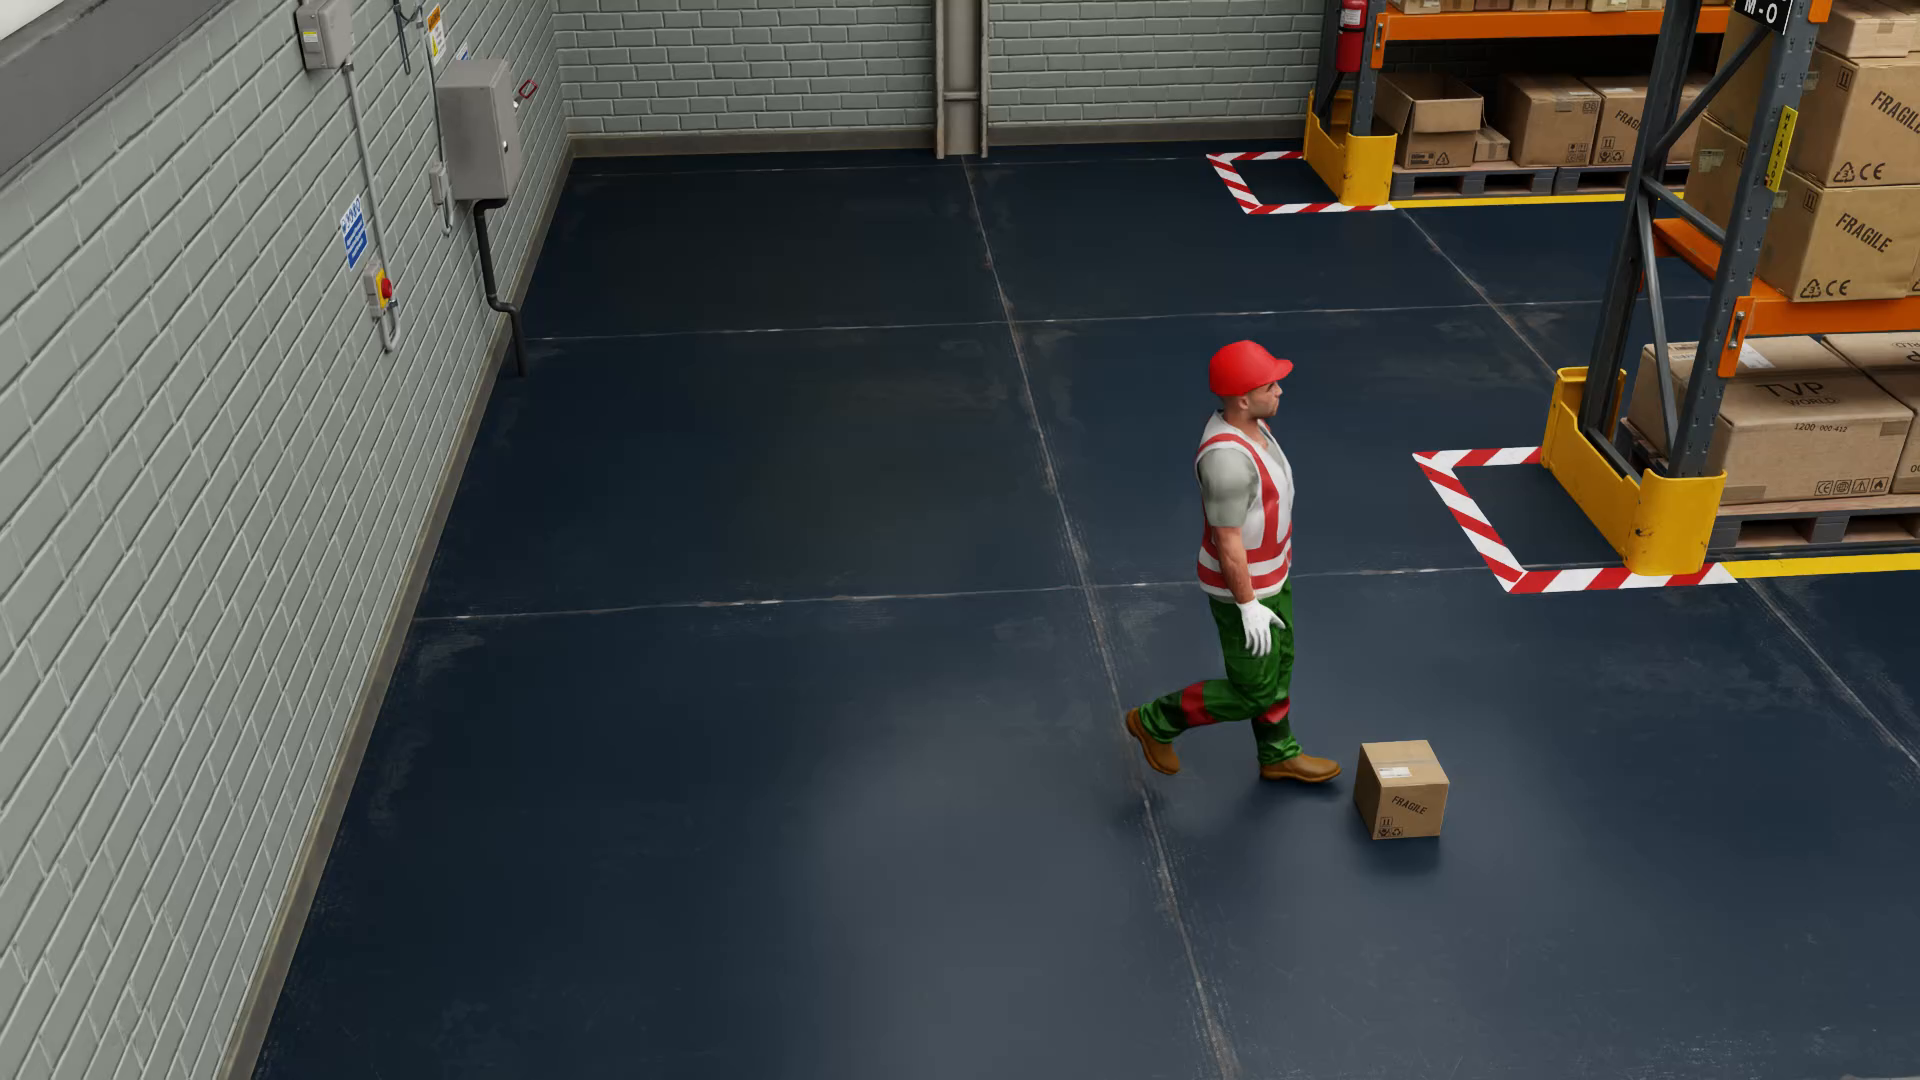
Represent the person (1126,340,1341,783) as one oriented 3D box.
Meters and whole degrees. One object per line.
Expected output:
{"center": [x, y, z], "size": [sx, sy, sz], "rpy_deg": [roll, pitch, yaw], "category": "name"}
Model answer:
{"center": [1.027, 0.145, 5.850], "size": [0.782, 1.780, 0.579], "rpy_deg": [10, 32, 17], "category": "person"}
